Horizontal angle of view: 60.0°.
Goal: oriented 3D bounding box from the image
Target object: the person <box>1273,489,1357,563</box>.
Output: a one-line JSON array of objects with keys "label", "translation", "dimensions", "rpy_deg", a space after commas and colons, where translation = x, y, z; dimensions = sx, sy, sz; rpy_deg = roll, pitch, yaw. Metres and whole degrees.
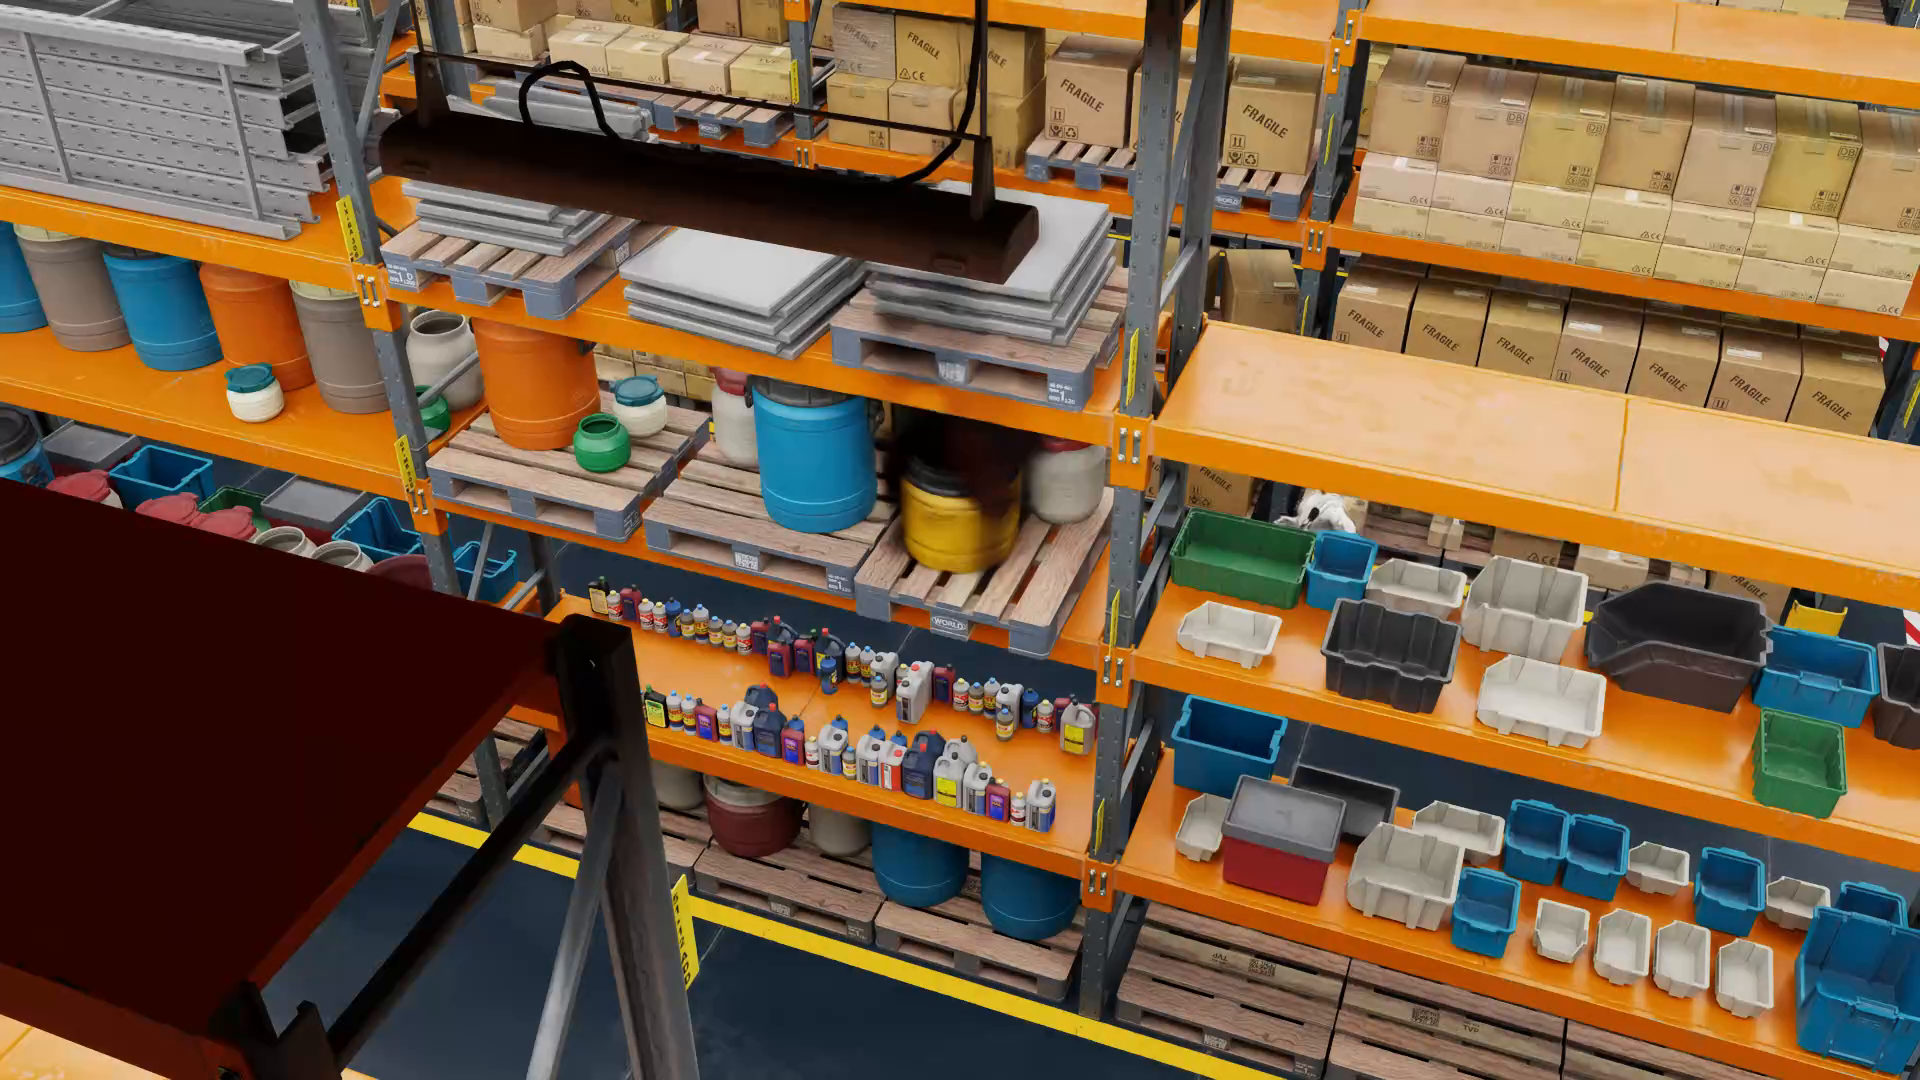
[{"label": "person", "translation": [2.429, 0.145, 11.304], "dimensions": [0.806, 1.709, 0.617], "rpy_deg": [6, 37, 8]}]
